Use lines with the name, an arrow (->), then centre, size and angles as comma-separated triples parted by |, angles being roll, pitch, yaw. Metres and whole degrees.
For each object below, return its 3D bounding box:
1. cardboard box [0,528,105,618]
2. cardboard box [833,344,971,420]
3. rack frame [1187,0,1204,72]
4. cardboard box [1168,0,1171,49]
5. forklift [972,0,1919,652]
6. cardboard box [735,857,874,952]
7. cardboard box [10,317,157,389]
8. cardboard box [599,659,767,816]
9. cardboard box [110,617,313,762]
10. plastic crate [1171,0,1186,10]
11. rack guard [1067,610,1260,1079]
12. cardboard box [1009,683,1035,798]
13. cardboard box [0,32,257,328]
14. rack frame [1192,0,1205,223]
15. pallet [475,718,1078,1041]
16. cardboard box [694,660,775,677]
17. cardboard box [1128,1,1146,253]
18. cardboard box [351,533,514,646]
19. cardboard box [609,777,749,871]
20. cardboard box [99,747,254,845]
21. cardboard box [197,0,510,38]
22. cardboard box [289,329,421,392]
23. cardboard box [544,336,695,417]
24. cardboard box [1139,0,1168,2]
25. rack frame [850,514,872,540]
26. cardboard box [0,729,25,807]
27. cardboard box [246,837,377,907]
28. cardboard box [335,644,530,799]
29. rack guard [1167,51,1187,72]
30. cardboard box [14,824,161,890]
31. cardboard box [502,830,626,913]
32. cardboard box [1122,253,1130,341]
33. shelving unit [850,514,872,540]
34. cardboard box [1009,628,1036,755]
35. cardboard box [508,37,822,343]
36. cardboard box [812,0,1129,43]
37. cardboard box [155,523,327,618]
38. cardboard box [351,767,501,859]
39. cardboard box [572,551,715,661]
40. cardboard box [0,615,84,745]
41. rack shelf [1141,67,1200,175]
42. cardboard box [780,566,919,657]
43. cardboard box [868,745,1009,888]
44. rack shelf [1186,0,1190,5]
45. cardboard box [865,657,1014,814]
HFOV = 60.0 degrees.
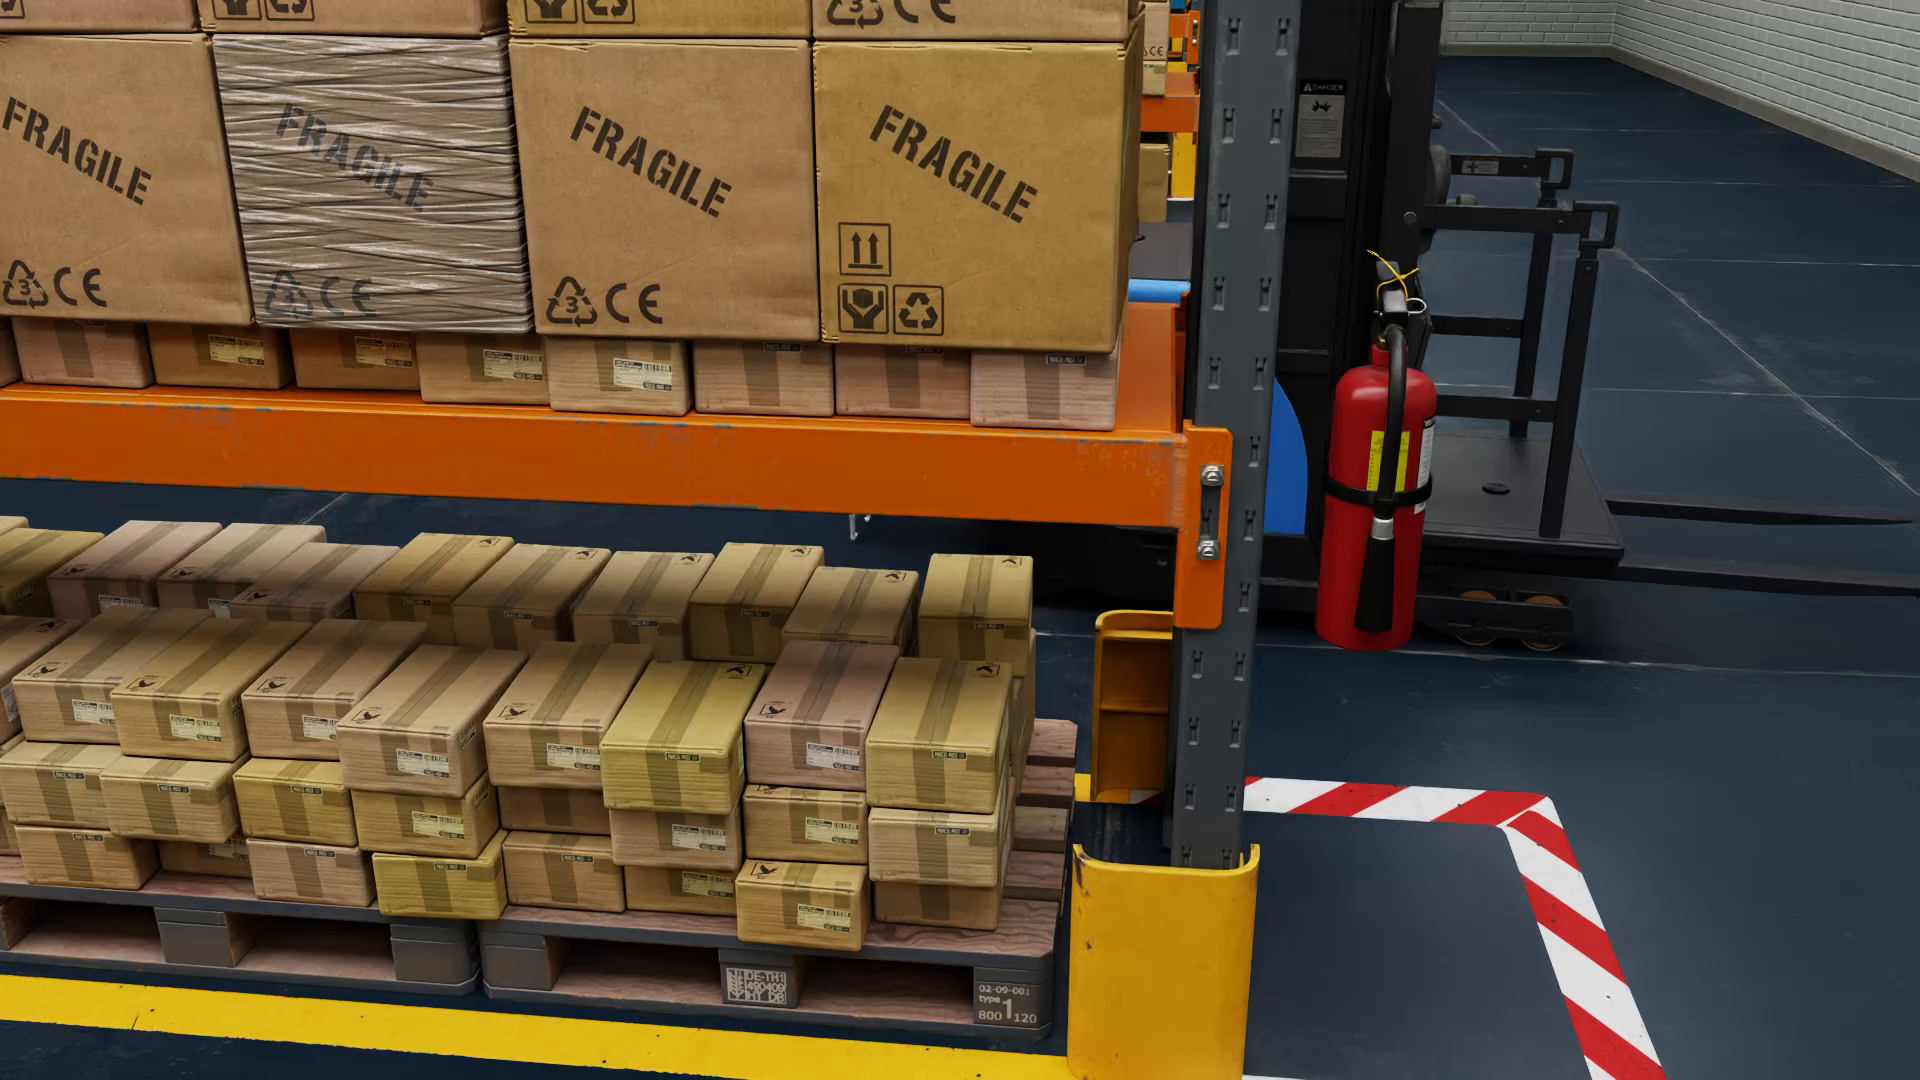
cardboard box -> -2.312, 0.111, 4.076 | 0.250, 0.149, 0.380 | 3, 22, 8
cardboard box -> -0.078, -0.353, 3.094 | 0.250, 0.149, 0.380 | 2, 22, 6
rack frame -> 1.788, -4.149, 12.355 | 0.127, 3.000, 1.000 | 2, 22, 6
cardboard box -> 0.761, -2.529, 8.056 | 0.500, 0.250, 0.500 | 2, 22, 5
forklift -> 1.611, -1.237, 5.081 | 3.031, 2.935, 1.130 | 4, 22, 11
cardboard box -> -0.293, 0.675, 3.458 | 0.250, 0.149, 0.380 | 3, 22, 8
cardboard box -> -1.623, -0.425, 3.277 | 0.250, 0.149, 0.380 | 3, 22, 8
cardboard box -> -0.549, 0.392, 3.365 | 0.250, 0.149, 0.380 | 2, 22, 5
cardboard box -> -1.584, 0.314, 3.563 | 0.250, 0.149, 0.380 | 3, 22, 7
plastic crate -> 1.434, -4.140, 12.202 | 0.499, 0.435, 0.616 | 2, 22, 6
rack guard -> 0.446, 0.625, 3.679 | 0.348, 0.500, 1.175 | 2, 22, 6
cardboard box -> 0.039, 0.457, 4.011 | 0.250, 0.149, 0.380 | 3, 22, 7
cardboard box -> -1.465, -0.713, 3.122 | 0.500, 0.500, 0.500 | 4, 22, 9
rack frame -> 1.205, -2.341, 7.781 | 0.127, 3.000, 1.000 | 2, 22, 6
pallet -> -0.357, 0.711, 3.854 | 1.213, 0.211, 1.003 | 2, 22, 6
cardboard box -> -0.487, 0.331, 3.925 | 0.250, 0.149, 0.380 | 3, 22, 7
cardboard box -> 0.108, -0.839, 3.443 | 0.500, 0.500, 0.500 | 4, 22, 9
cardboard box -> -1.268, 0.123, 4.046 | 0.250, 0.149, 0.380 | 3, 22, 7
cardboard box -> -0.553, 0.517, 3.453 | 0.250, 0.149, 0.380 | 2, 22, 4
cardboard box -> -1.597, 0.480, 3.548 | 0.250, 0.149, 0.380 | 3, 22, 7
cardboard box -> -0.983, -1.154, 2.879 | 0.500, 0.500, 0.500 | 4, 22, 9
cardboard box -> -1.104, -0.416, 3.255 | 0.250, 0.149, 0.380 | 2, 22, 4
cardboard box -> -0.585, -0.361, 3.114 | 0.250, 0.149, 0.380 | 3, 22, 8
cardboard box -> 0.691, -2.683, 7.427 | 0.500, 0.500, 0.500 | 3, 22, 7
rack frame -> -0.360, -0.601, 5.829 | 0.015, 1.200, 0.240 | 4, 22, 11
cardboard box -> -2.082, 0.426, 3.684 | 0.250, 0.149, 0.380 | 4, 22, 9
cardboard box -> -1.322, 0.619, 3.600 | 0.250, 0.149, 0.380 | 3, 22, 7
cardboard box -> -1.072, 0.367, 3.429 | 0.250, 0.149, 0.380 | 3, 22, 8
rack guard -> 2.300, -4.798, 17.397 | 0.348, 0.500, 1.175 | 2, 22, 6
cardboard box -> -1.834, 0.597, 3.655 | 0.250, 0.149, 0.380 | 2, 22, 5
cardboard box -> -0.792, 0.627, 3.582 | 0.250, 0.149, 0.380 | 3, 22, 7
cardboard box -> 0.238, -0.551, 3.596 | 0.250, 0.149, 0.380 | 2, 22, 6
shelving unit -> -0.122, -0.582, 5.781 | 0.503, 1.200, 0.258 | 4, 22, 11
cardboard box -> 0.031, 0.341, 3.898 | 0.250, 0.149, 0.380 | 3, 22, 9
cardboard box -> -0.466, -0.669, 3.011 | 0.500, 0.500, 0.500 | 2, 22, 5
cardboard box -> 0.038, -1.113, 2.775 | 0.500, 0.500, 0.500 | 2, 22, 5
cardboard box -> -1.763, 0.096, 4.113 | 0.250, 0.149, 0.380 | 2, 22, 4
cardboard box -> -1.068, 0.500, 3.498 | 0.250, 0.149, 0.380 | 3, 22, 7
cardboard box -> -0.738, 0.167, 3.936 | 0.250, 0.149, 0.380 | 1, 22, 4
cardboard box -> -2.105, 0.307, 3.580 | 0.250, 0.149, 0.380 | 3, 22, 7
rack shelf -> -0.781, -2.093, 8.132 | 4.000, 0.370, 1.077 | 2, 22, 6
cardboard box -> -0.247, 0.205, 3.839 | 0.250, 0.149, 0.380 | 3, 22, 7
cardboard box -> -0.036, 0.539, 3.398 | 0.250, 0.149, 0.380 | 2, 22, 5
rack shelf -> 0.389, -5.710, 17.280 | 4.000, 0.370, 1.077 | 2, 22, 6
cardboard box -> -0.034, 0.389, 3.373 | 0.250, 0.149, 0.380 | 3, 22, 7
